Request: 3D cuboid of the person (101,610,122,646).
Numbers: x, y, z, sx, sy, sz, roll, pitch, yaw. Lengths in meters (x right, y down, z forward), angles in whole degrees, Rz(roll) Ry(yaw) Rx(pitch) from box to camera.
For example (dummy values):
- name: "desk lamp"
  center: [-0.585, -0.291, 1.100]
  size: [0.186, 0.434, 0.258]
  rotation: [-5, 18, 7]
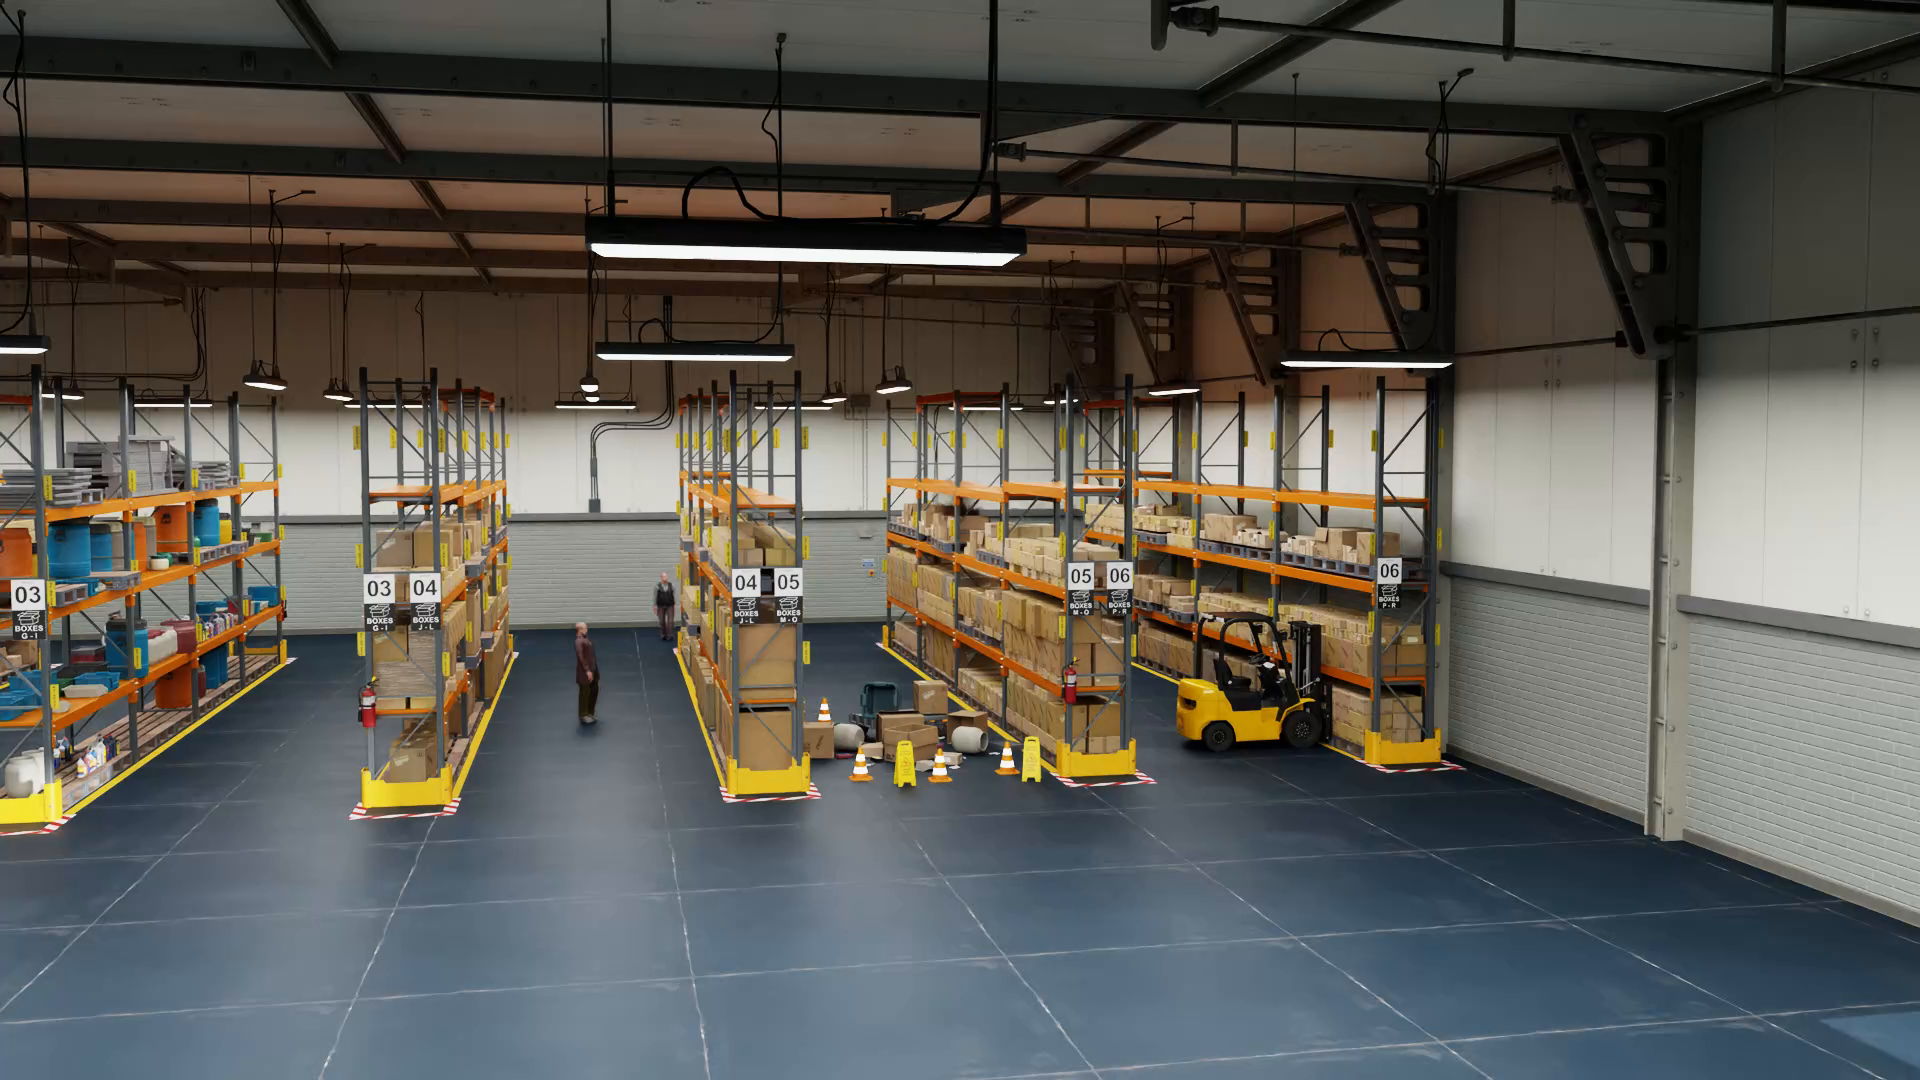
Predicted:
- name: "person"
  center: [-16.851, 2.215, 33.192]
  size: [0.545, 1.644, 0.695]
  rotation: [-2, 4, -35]

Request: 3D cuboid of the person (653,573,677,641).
- name: "person"
  center: [-7.386, 1.690, 41.627]
  size: [0.573, 1.757, 0.414]
  rotation: [0, 3, -1]

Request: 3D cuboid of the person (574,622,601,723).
- name: "person"
  center: [-6.638, 2.370, 29.665]
  size: [0.544, 1.830, 0.678]
  rotation: [1, 4, 20]
